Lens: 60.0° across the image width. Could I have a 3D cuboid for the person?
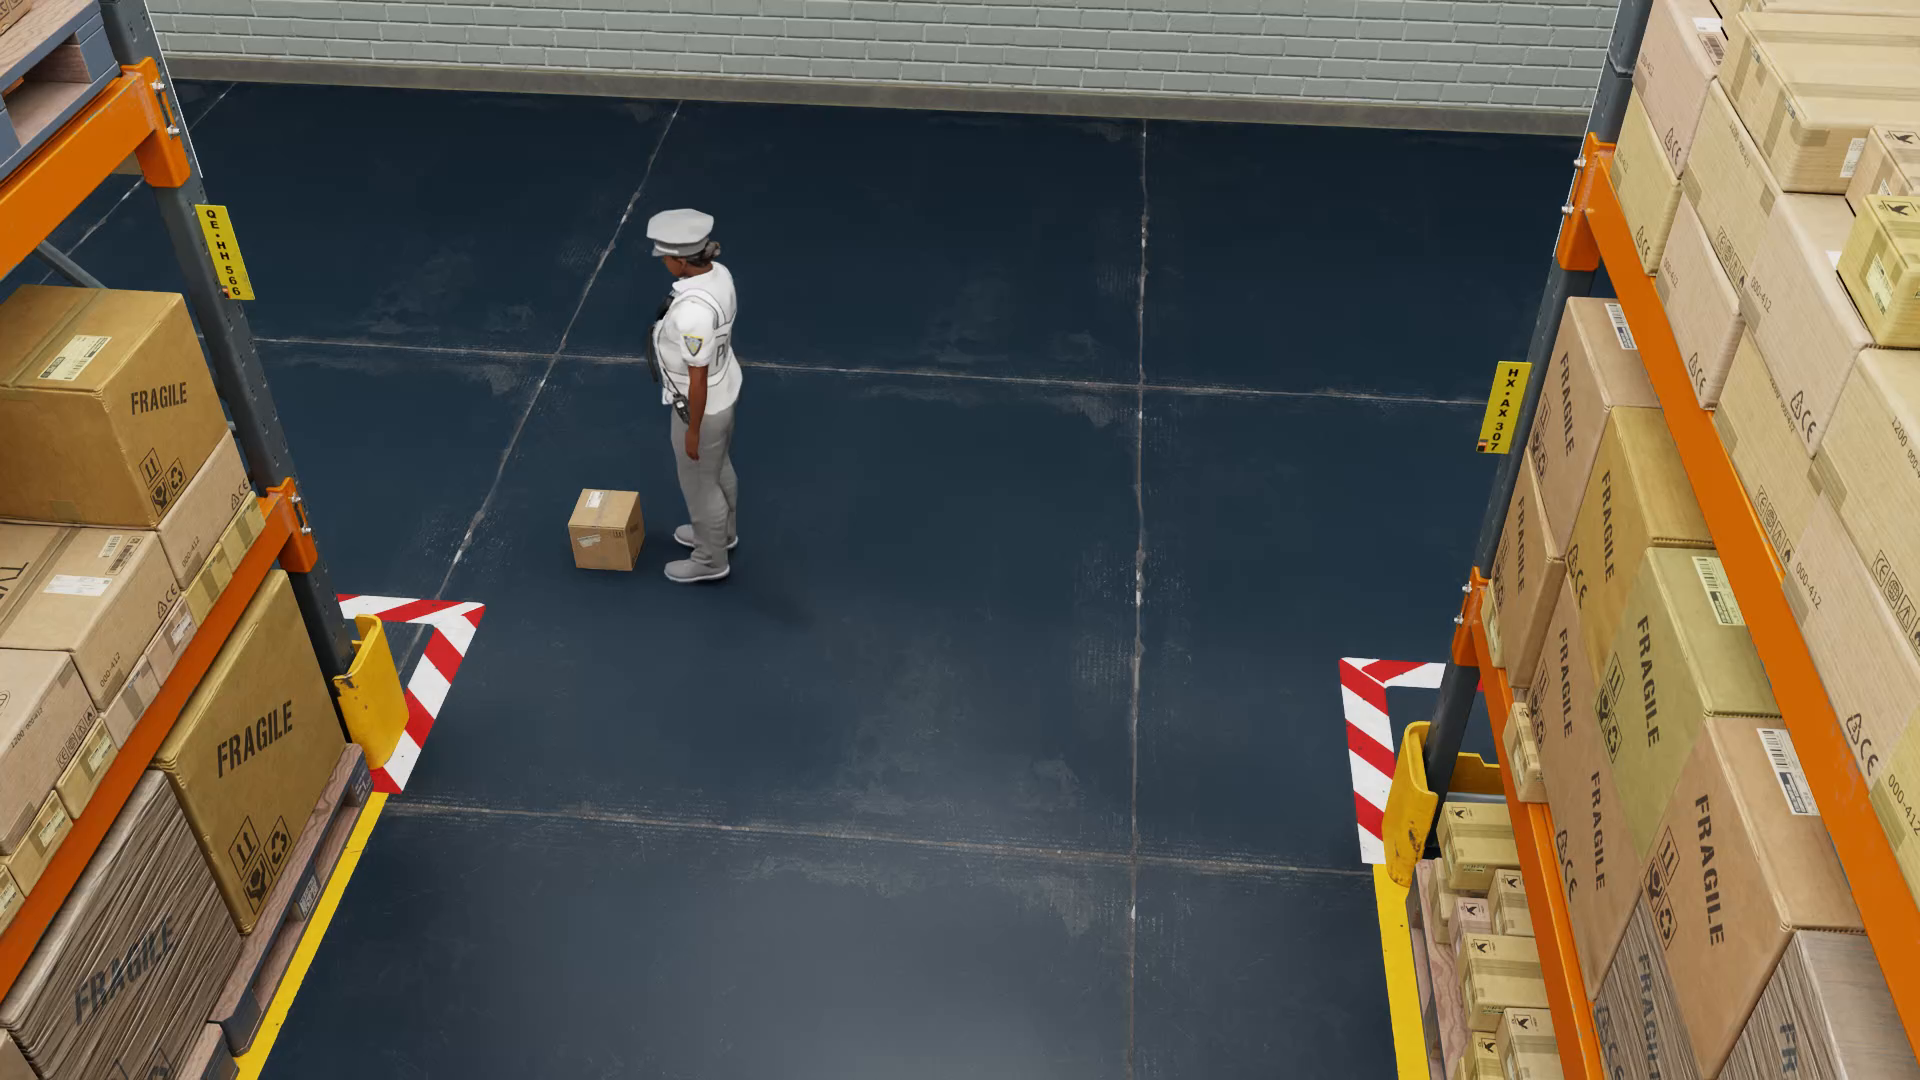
[{"bbox_3d":[-1.083,-0.564,6.805,0.400,1.679,0.469,3,40,4],"label":"person"}]
